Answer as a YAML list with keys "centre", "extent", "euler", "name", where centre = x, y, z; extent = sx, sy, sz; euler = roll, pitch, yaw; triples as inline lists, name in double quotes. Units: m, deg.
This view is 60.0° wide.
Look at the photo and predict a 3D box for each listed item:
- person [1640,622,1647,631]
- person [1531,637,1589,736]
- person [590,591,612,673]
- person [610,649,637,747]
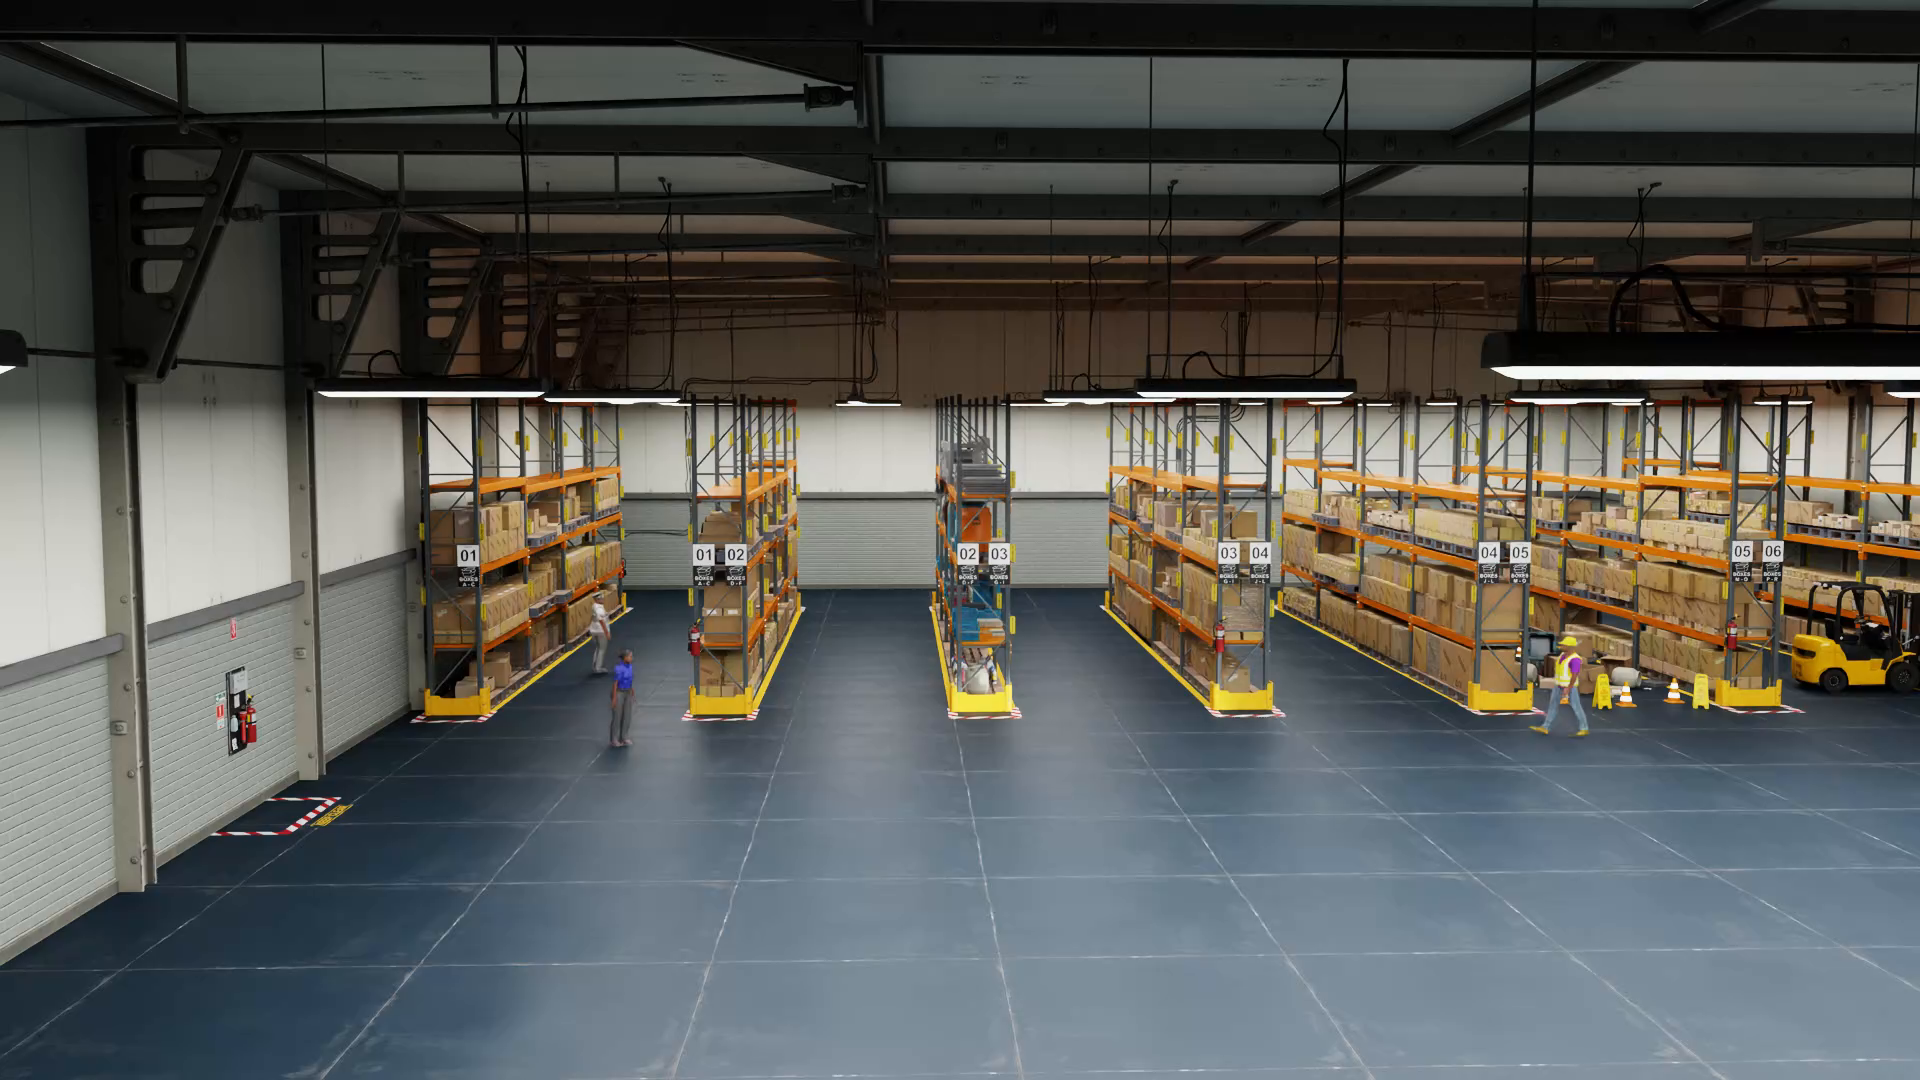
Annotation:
- centre: [16.764, 1.729, 40.748]
  extent: [0.338, 1.605, 0.476]
  euler: [2, 5, 25]
  name: "person"
- centre: [10.566, 2.557, 29.142]
  extent: [0.822, 1.738, 0.671]
  euler: [-2, 5, -22]
  name: "person"
- centre: [-7.778, 2.005, 36.029]
  extent: [0.565, 1.806, 0.481]
  euler: [3, 5, 34]
  name: "person"
- centre: [-5.760, 2.673, 28.316]
  extent: [0.389, 1.663, 0.496]
  euler: [2, 5, 21]
  name: "person"
